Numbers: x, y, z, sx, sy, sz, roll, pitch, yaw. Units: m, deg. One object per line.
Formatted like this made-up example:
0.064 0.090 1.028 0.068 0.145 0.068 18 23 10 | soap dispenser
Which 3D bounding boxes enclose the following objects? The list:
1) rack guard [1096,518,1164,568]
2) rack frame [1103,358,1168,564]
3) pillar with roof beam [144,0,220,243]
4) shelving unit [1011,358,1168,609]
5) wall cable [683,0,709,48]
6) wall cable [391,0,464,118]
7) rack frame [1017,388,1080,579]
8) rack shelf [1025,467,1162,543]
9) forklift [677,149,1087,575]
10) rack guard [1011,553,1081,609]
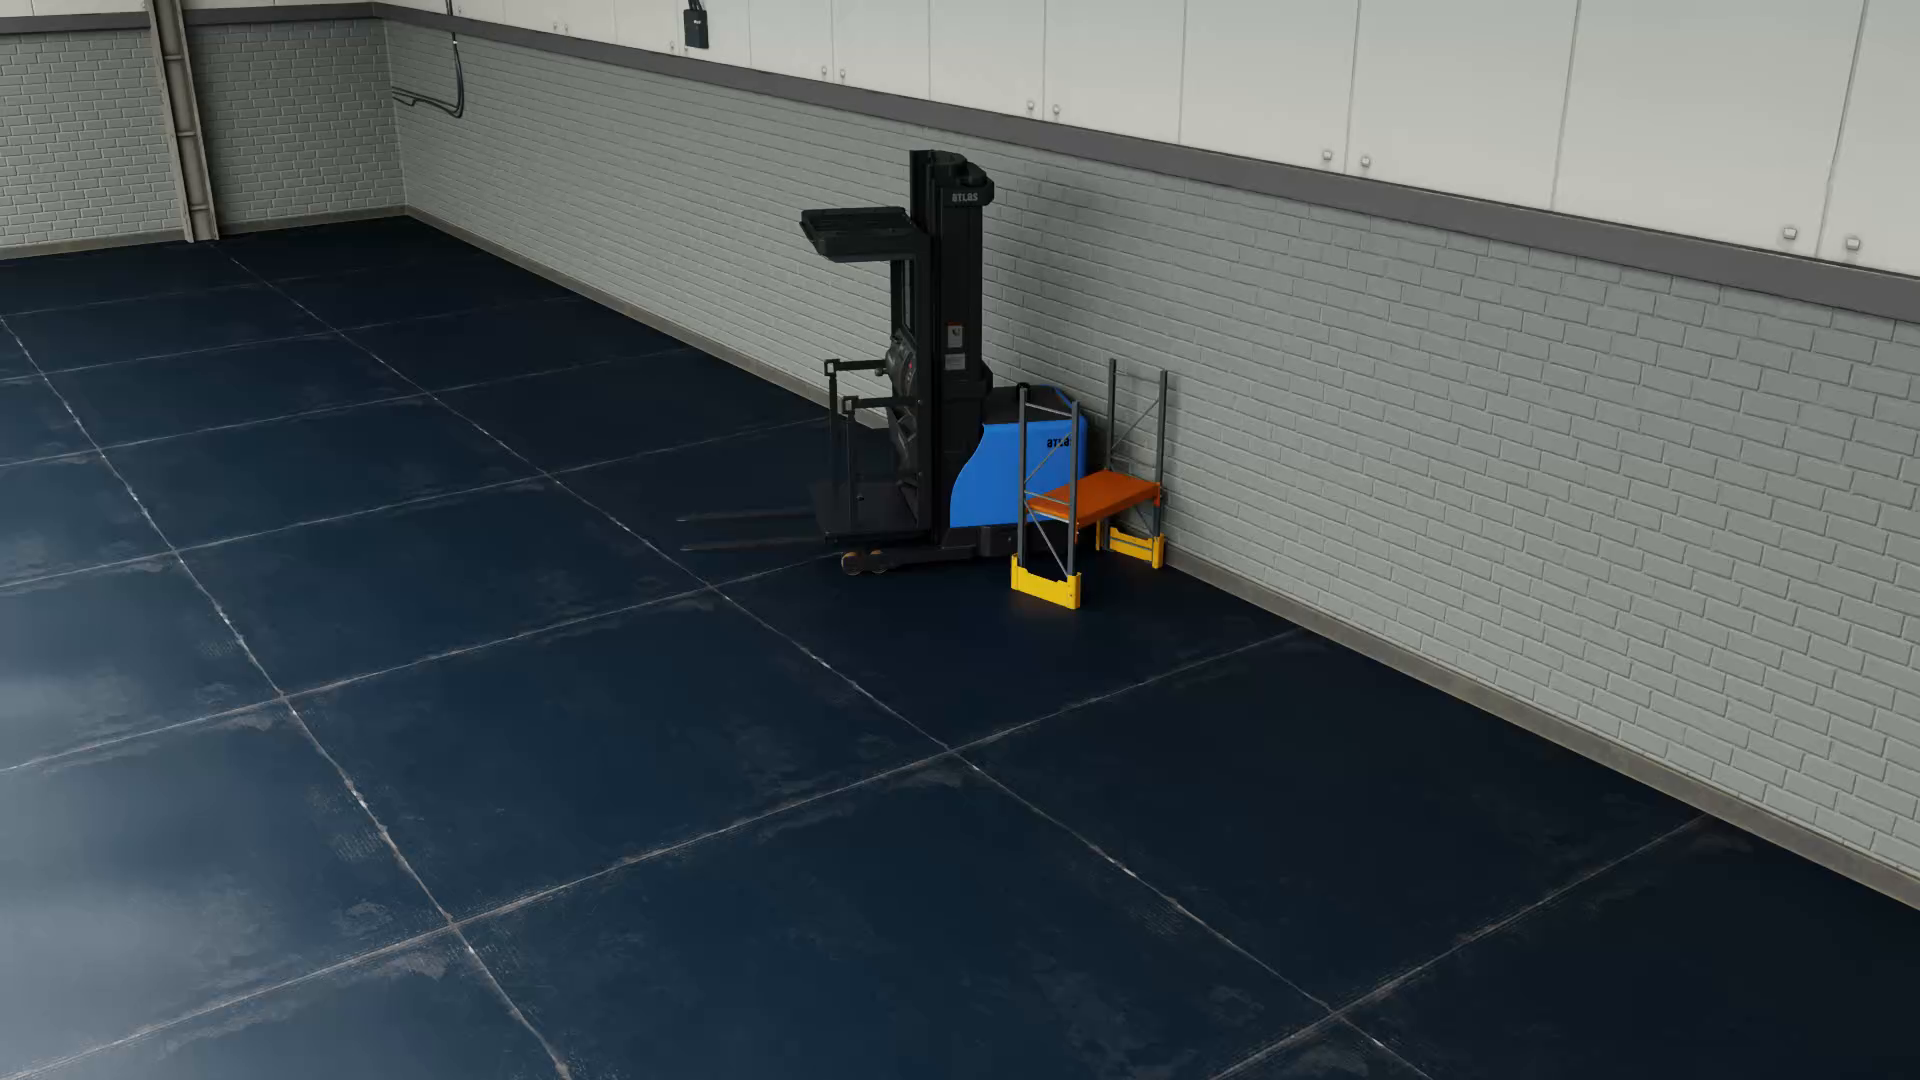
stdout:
1.275 0.015 12.522 0.587 0.250 0.087 18 28 38 | rack guard
1.288 -0.571 12.304 0.500 1.500 0.032 18 28 38 | rack frame
-8.238 -7.154 18.682 0.400 9.000 9.100 -15 26 -33 | pillar with roof beam
0.942 -0.428 11.946 0.587 1.500 1.083 18 28 38 | shelving unit
-2.057 -7.409 14.733 0.169 6.003 2.305 -15 26 -33 | wall cable
-7.588 -7.247 23.105 0.112 2.526 3.097 -15 26 -33 | wall cable
0.609 -0.291 11.601 0.500 1.500 0.032 18 28 38 | rack frame
0.948 -0.264 12.019 0.538 0.185 1.000 18 28 38 | rack shelf
-0.616 -1.315 12.236 3.031 2.935 1.130 -4 22 -11 | forklift
0.610 0.289 11.834 0.587 0.250 0.087 18 28 38 | rack guard
